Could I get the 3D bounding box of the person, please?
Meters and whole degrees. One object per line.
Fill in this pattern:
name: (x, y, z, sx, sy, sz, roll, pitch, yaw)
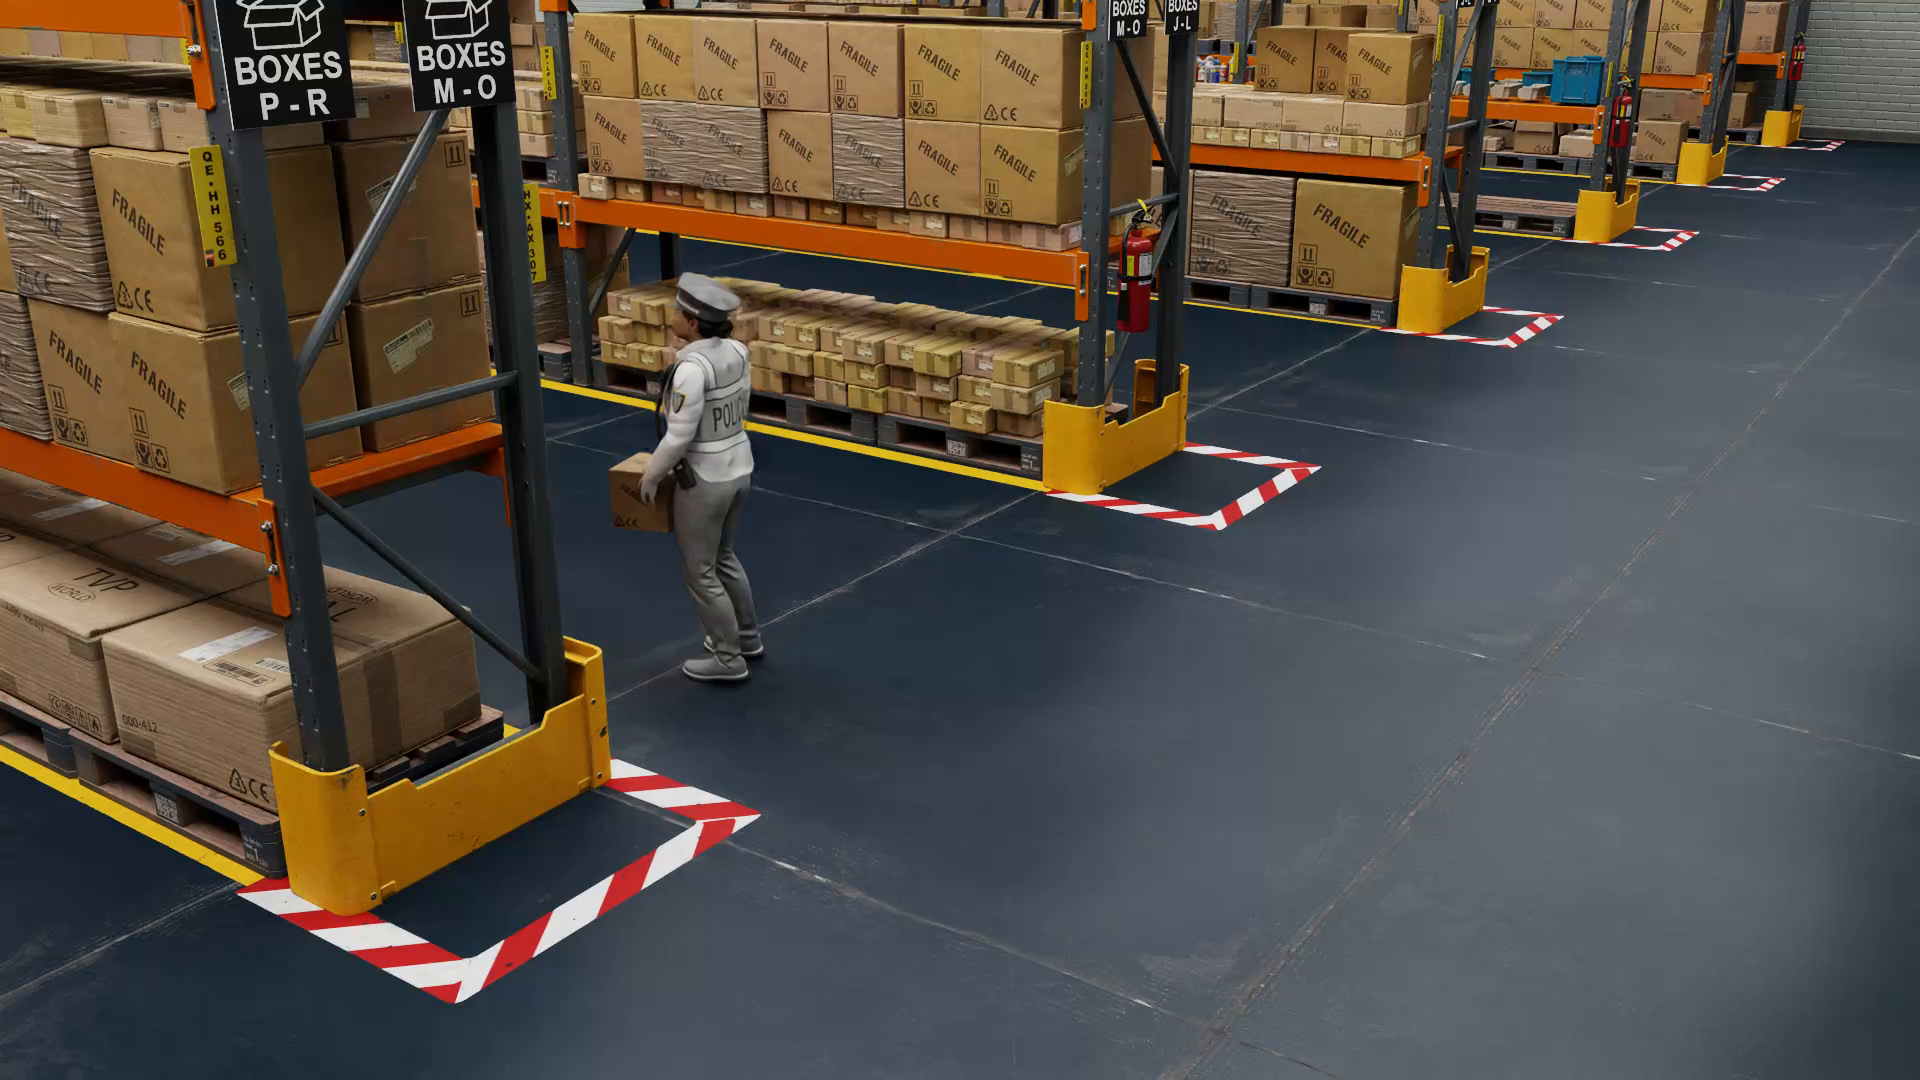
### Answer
person: (-1.047, -0.241, 6.708, 0.404, 1.690, 0.563, 7, 21, 19)
